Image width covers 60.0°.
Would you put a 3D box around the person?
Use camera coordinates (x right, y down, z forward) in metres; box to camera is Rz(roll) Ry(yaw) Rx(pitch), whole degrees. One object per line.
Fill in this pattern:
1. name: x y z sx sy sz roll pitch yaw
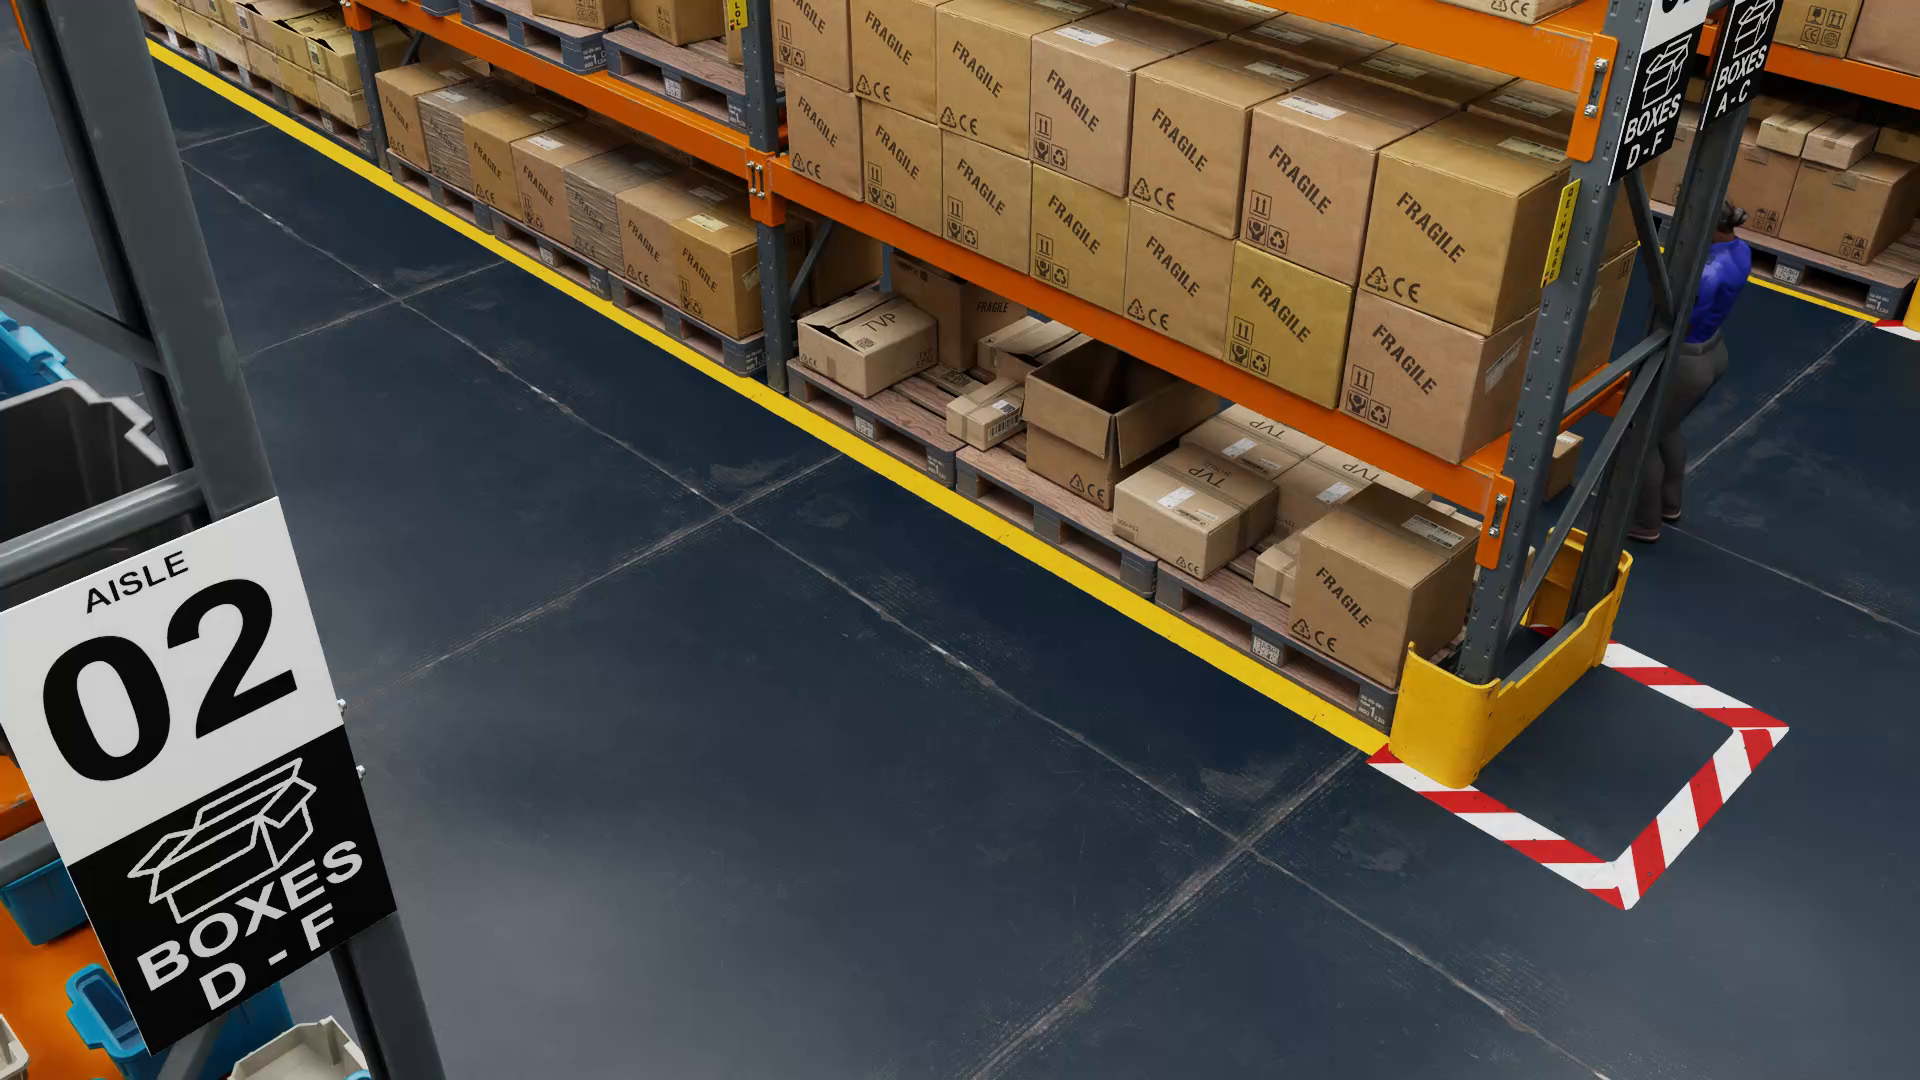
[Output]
1. person: 3.115 -0.740 7.210 0.330 1.636 0.446 27 44 33
